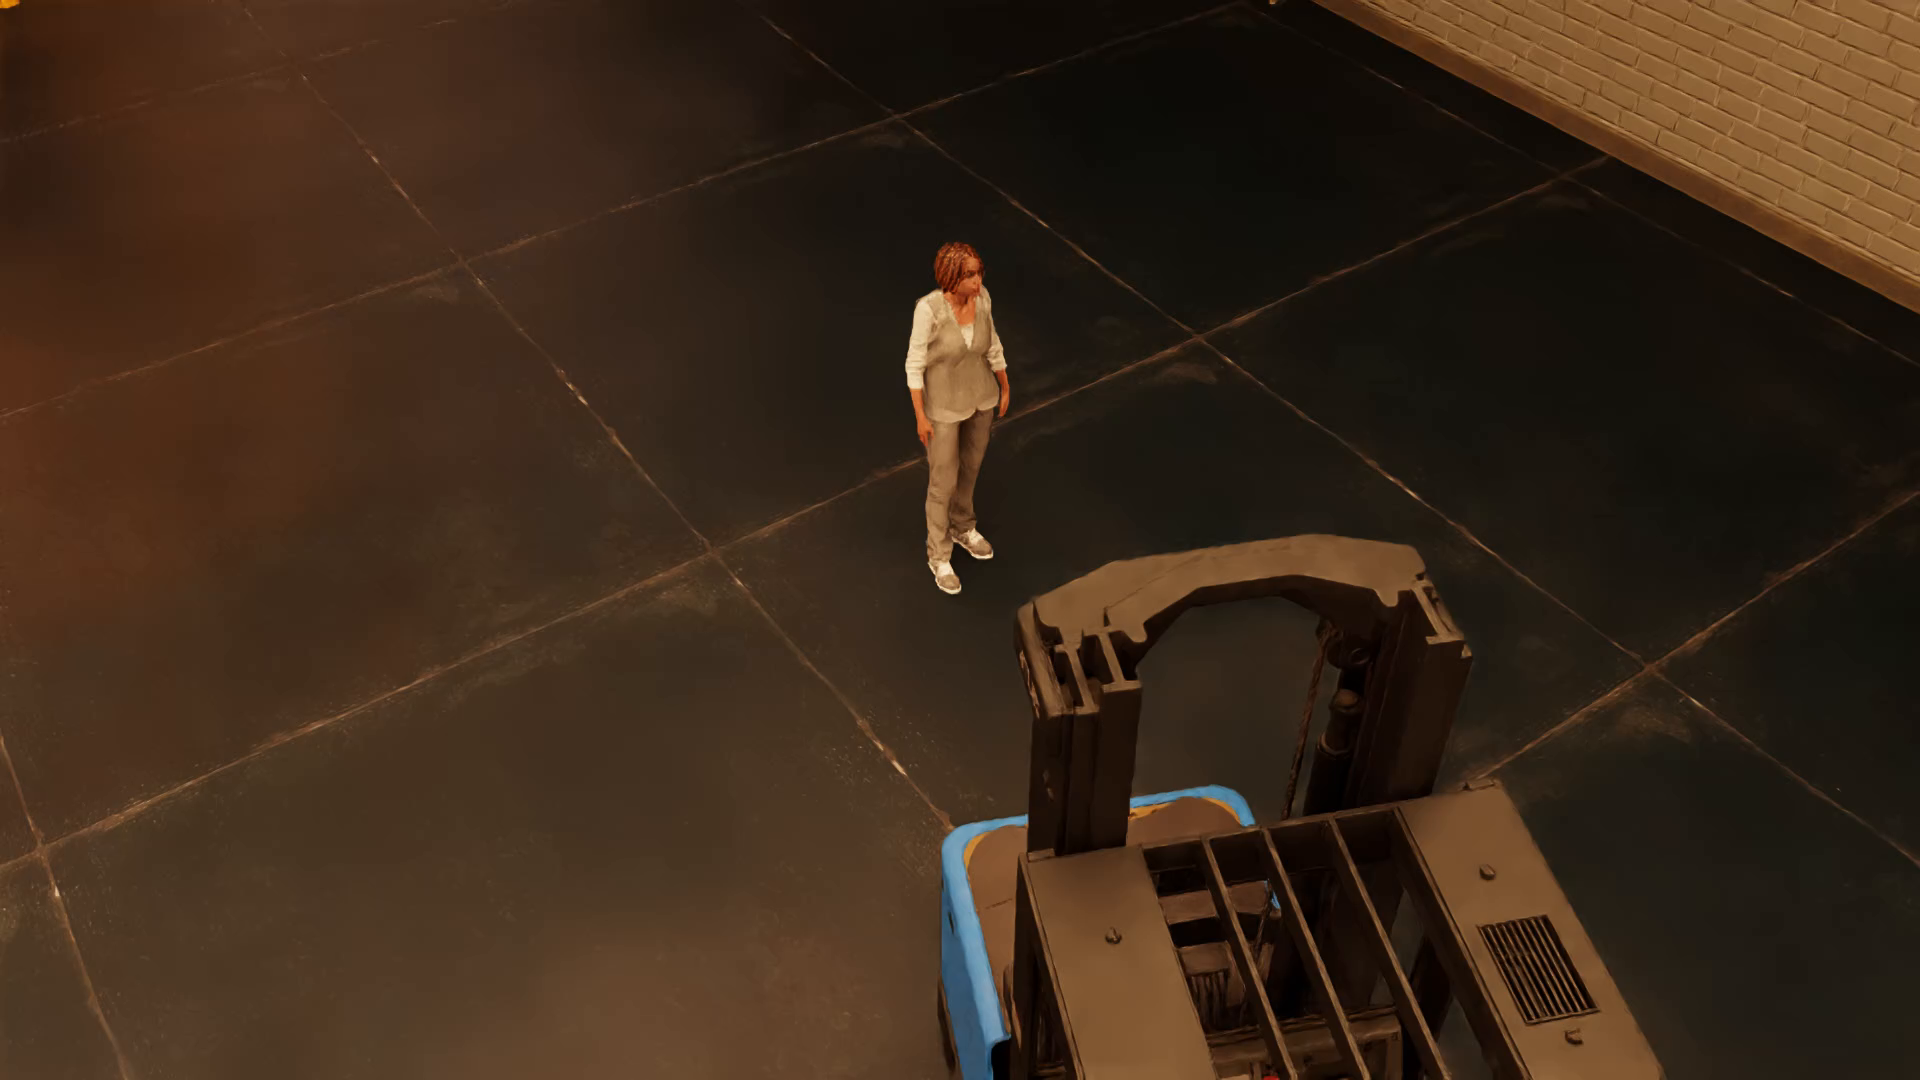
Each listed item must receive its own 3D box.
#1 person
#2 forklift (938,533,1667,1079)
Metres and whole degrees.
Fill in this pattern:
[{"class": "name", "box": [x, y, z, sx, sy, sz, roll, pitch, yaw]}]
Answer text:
[{"class": "person", "box": [0.031, -0.546, 7.282, 0.521, 1.597, 0.474, -25, 48, -25]}, {"class": "forklift", "box": [0.711, 1.546, 4.038, 1.130, 2.935, 3.031, -8, 43, -8]}]
